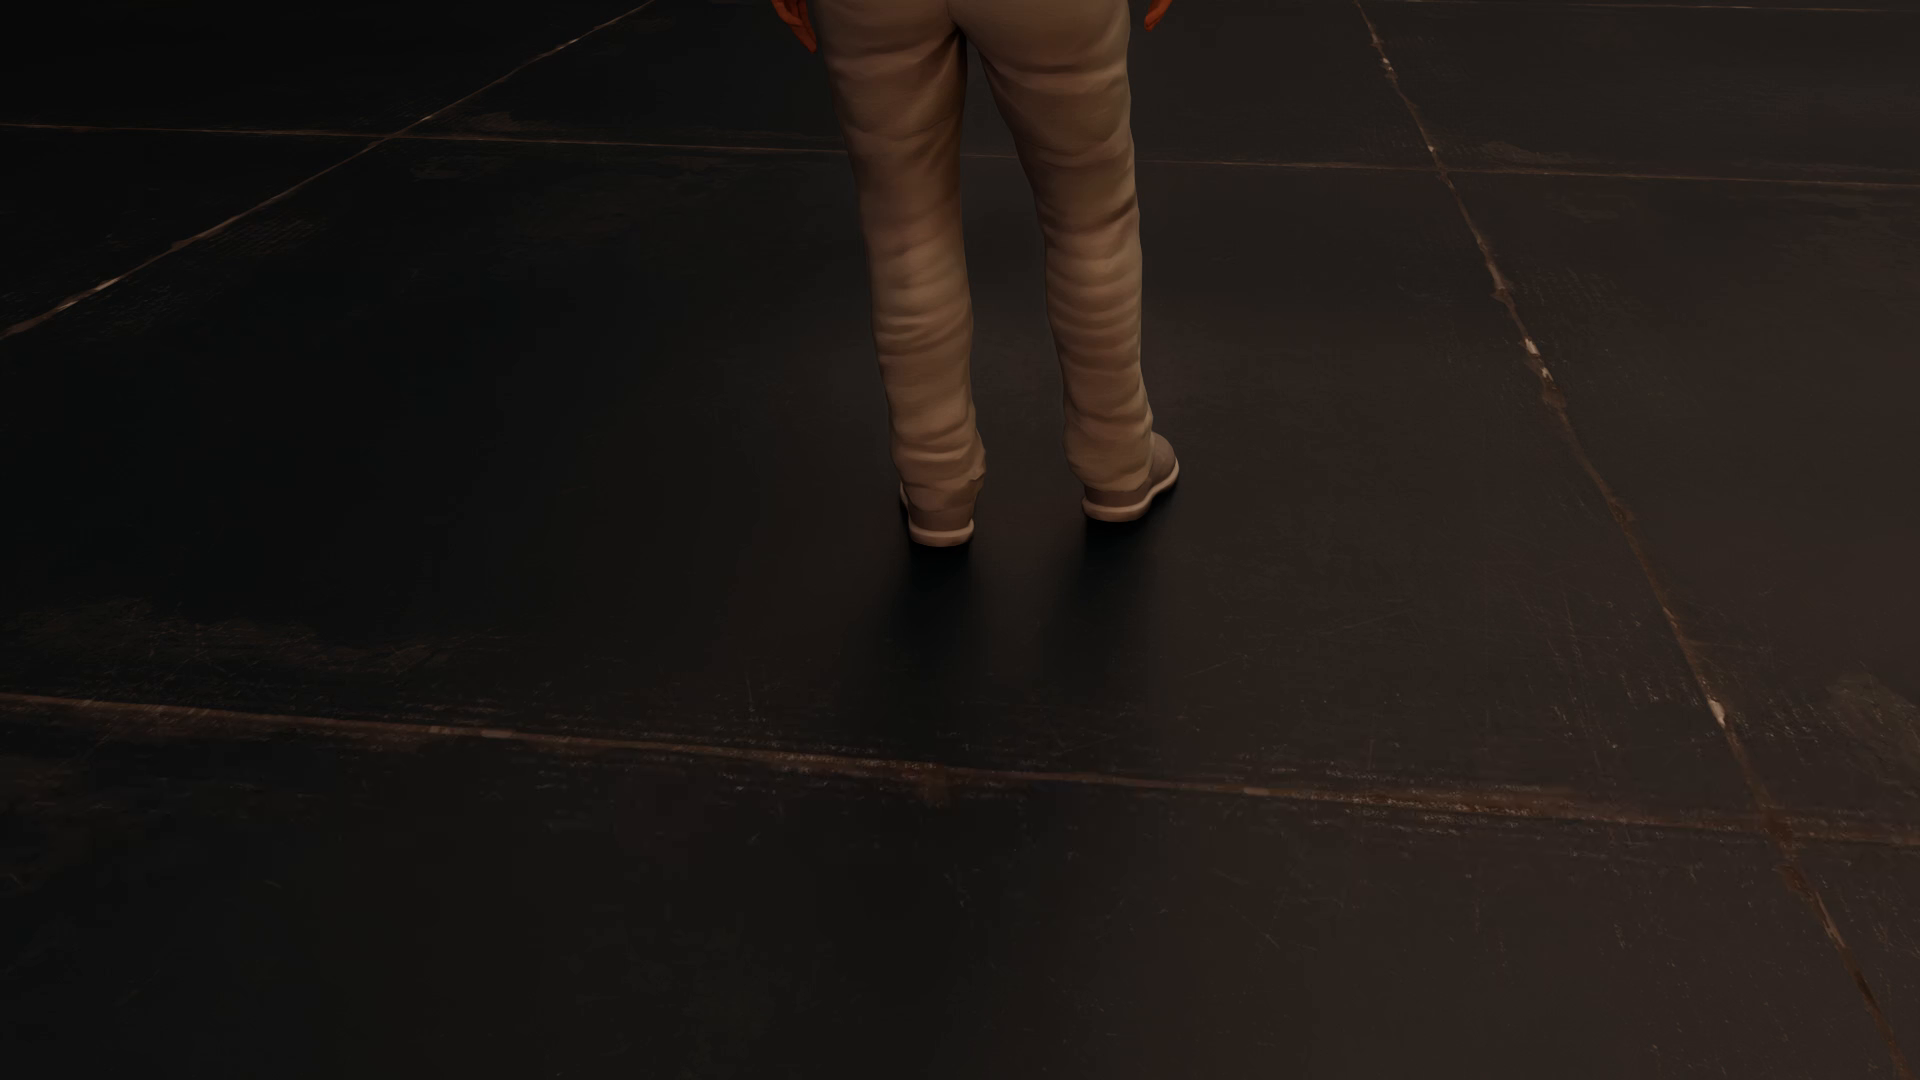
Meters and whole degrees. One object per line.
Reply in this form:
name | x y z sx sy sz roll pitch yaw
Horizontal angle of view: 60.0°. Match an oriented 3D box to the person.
person | 0.033 -0.786 2.190 0.598 1.670 0.529 3 27 7
